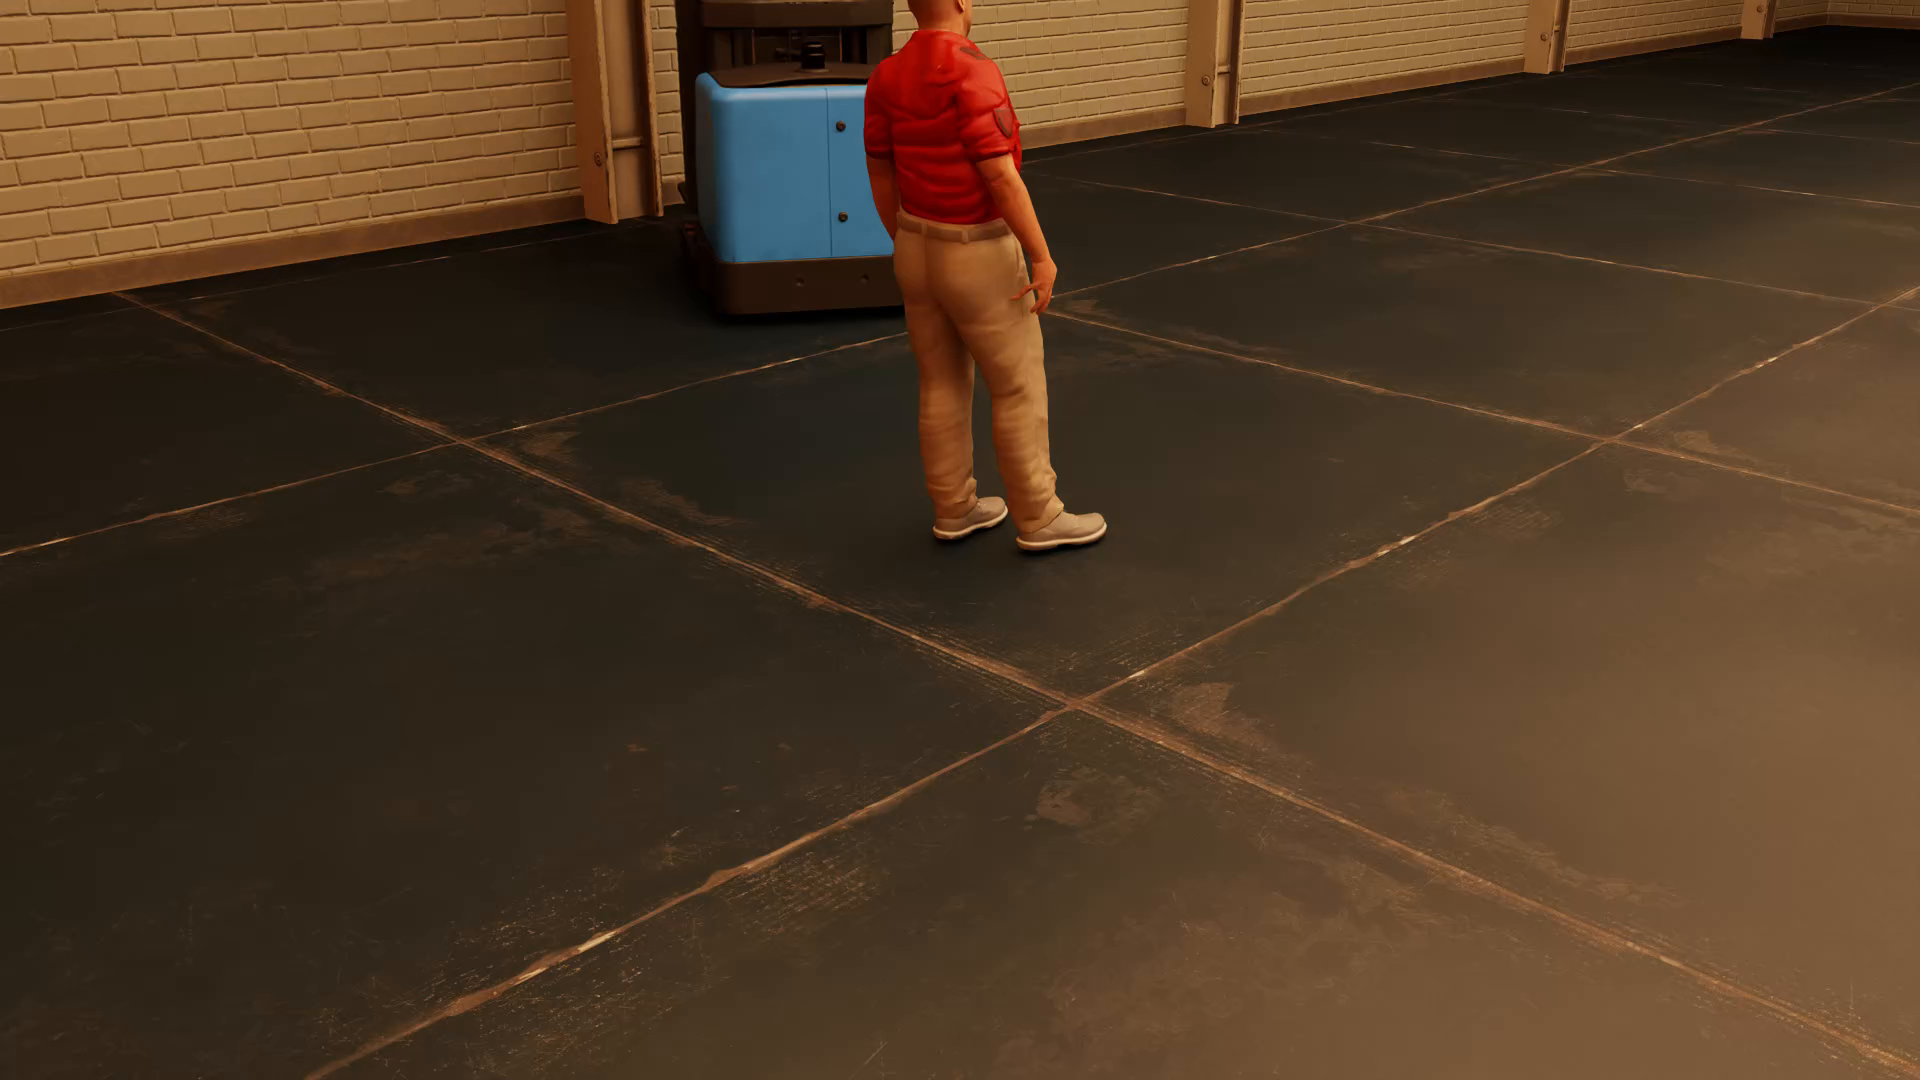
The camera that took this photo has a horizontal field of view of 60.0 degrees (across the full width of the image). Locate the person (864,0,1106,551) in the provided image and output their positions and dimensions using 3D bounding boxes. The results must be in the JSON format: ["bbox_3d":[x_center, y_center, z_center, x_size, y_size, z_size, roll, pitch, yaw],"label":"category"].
[{"bbox_3d":[0.071,-0.831,4.953,0.642,1.727,0.550,20,29,41],"label":"person"}]

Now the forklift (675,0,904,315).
[{"bbox_3d":[-0.944,-2.909,8.596,1.130,2.935,3.031,-5,22,-13],"label":"forklift"}]
